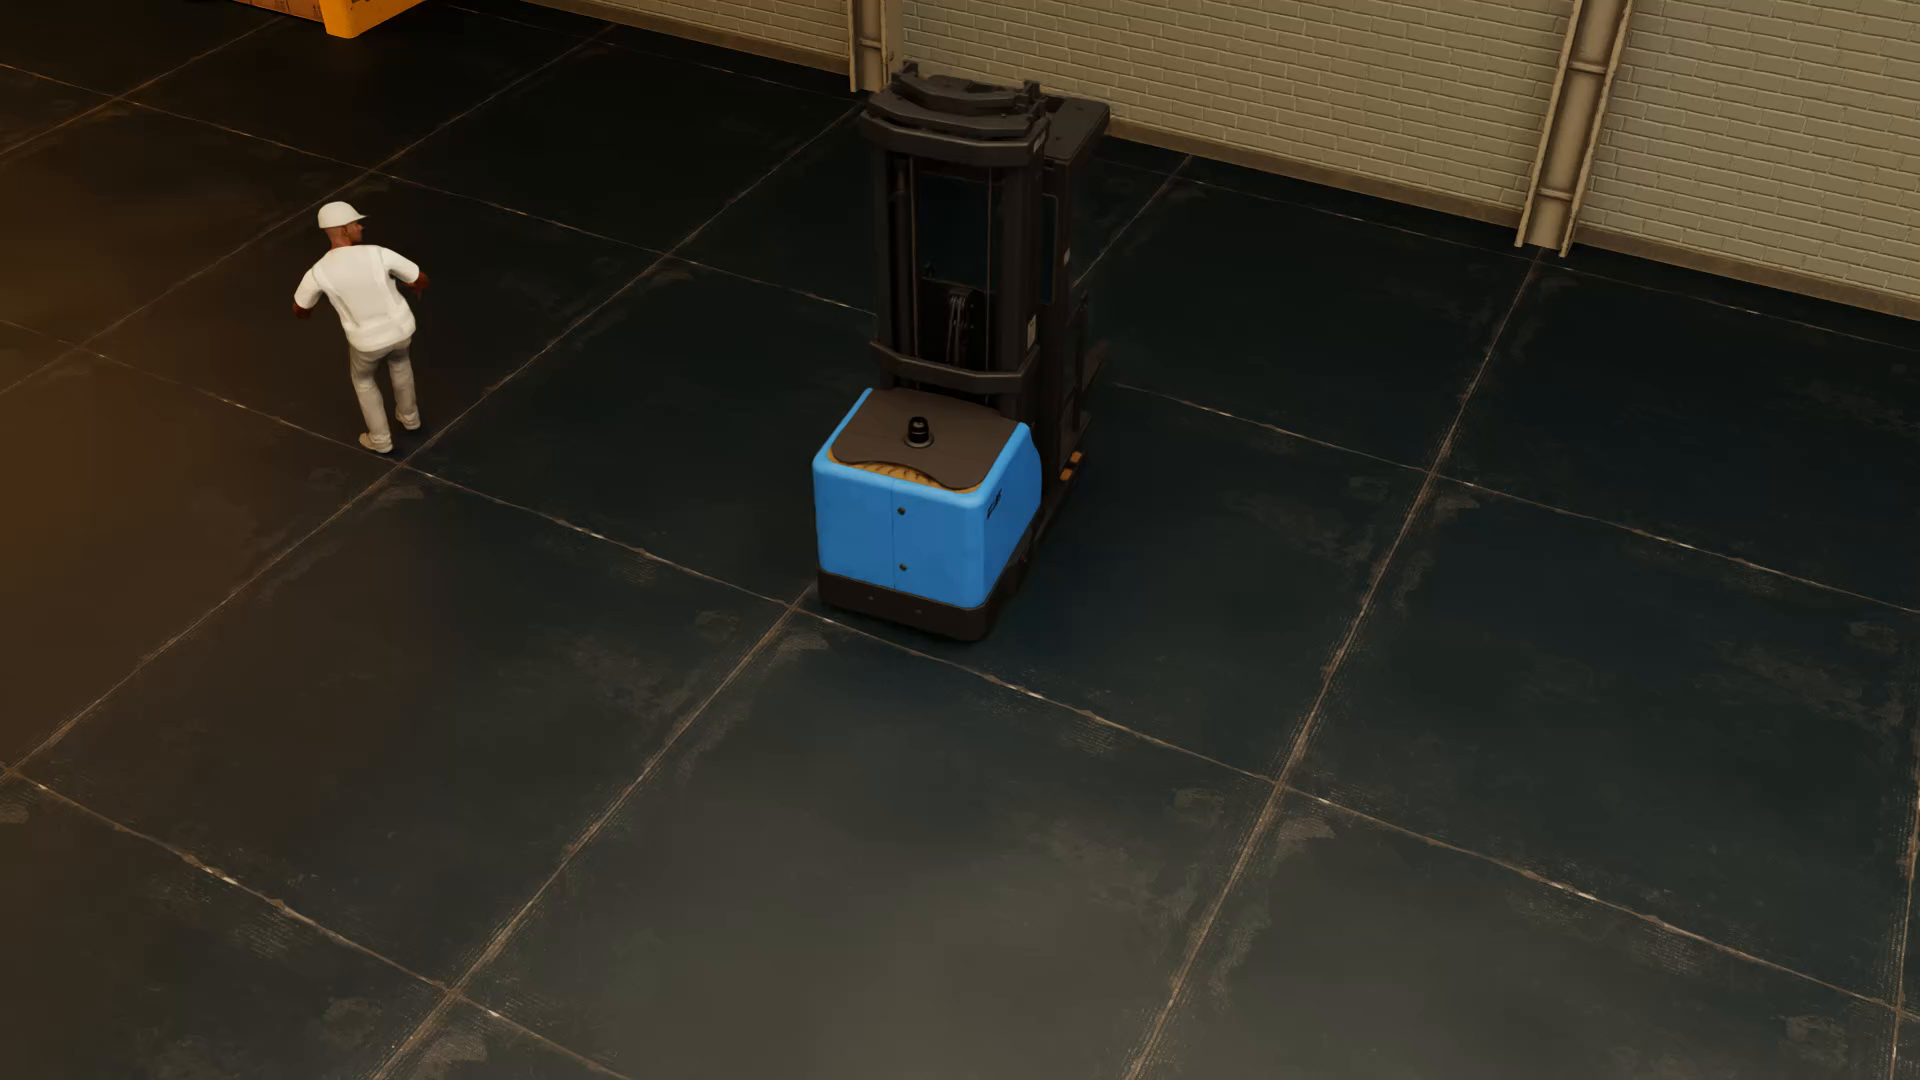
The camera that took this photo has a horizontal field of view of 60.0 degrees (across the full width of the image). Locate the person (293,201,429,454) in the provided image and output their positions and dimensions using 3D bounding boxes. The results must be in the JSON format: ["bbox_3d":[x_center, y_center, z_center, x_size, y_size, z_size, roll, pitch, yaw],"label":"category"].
[{"bbox_3d":[-3.783,-1.382,10.618,0.821,1.716,0.645,-19,44,-21],"label":"person"}]

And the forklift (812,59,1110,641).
[{"bbox_3d":[0.177,-1.502,9.770,1.130,2.935,3.031,14,42,16],"label":"forklift"}]
